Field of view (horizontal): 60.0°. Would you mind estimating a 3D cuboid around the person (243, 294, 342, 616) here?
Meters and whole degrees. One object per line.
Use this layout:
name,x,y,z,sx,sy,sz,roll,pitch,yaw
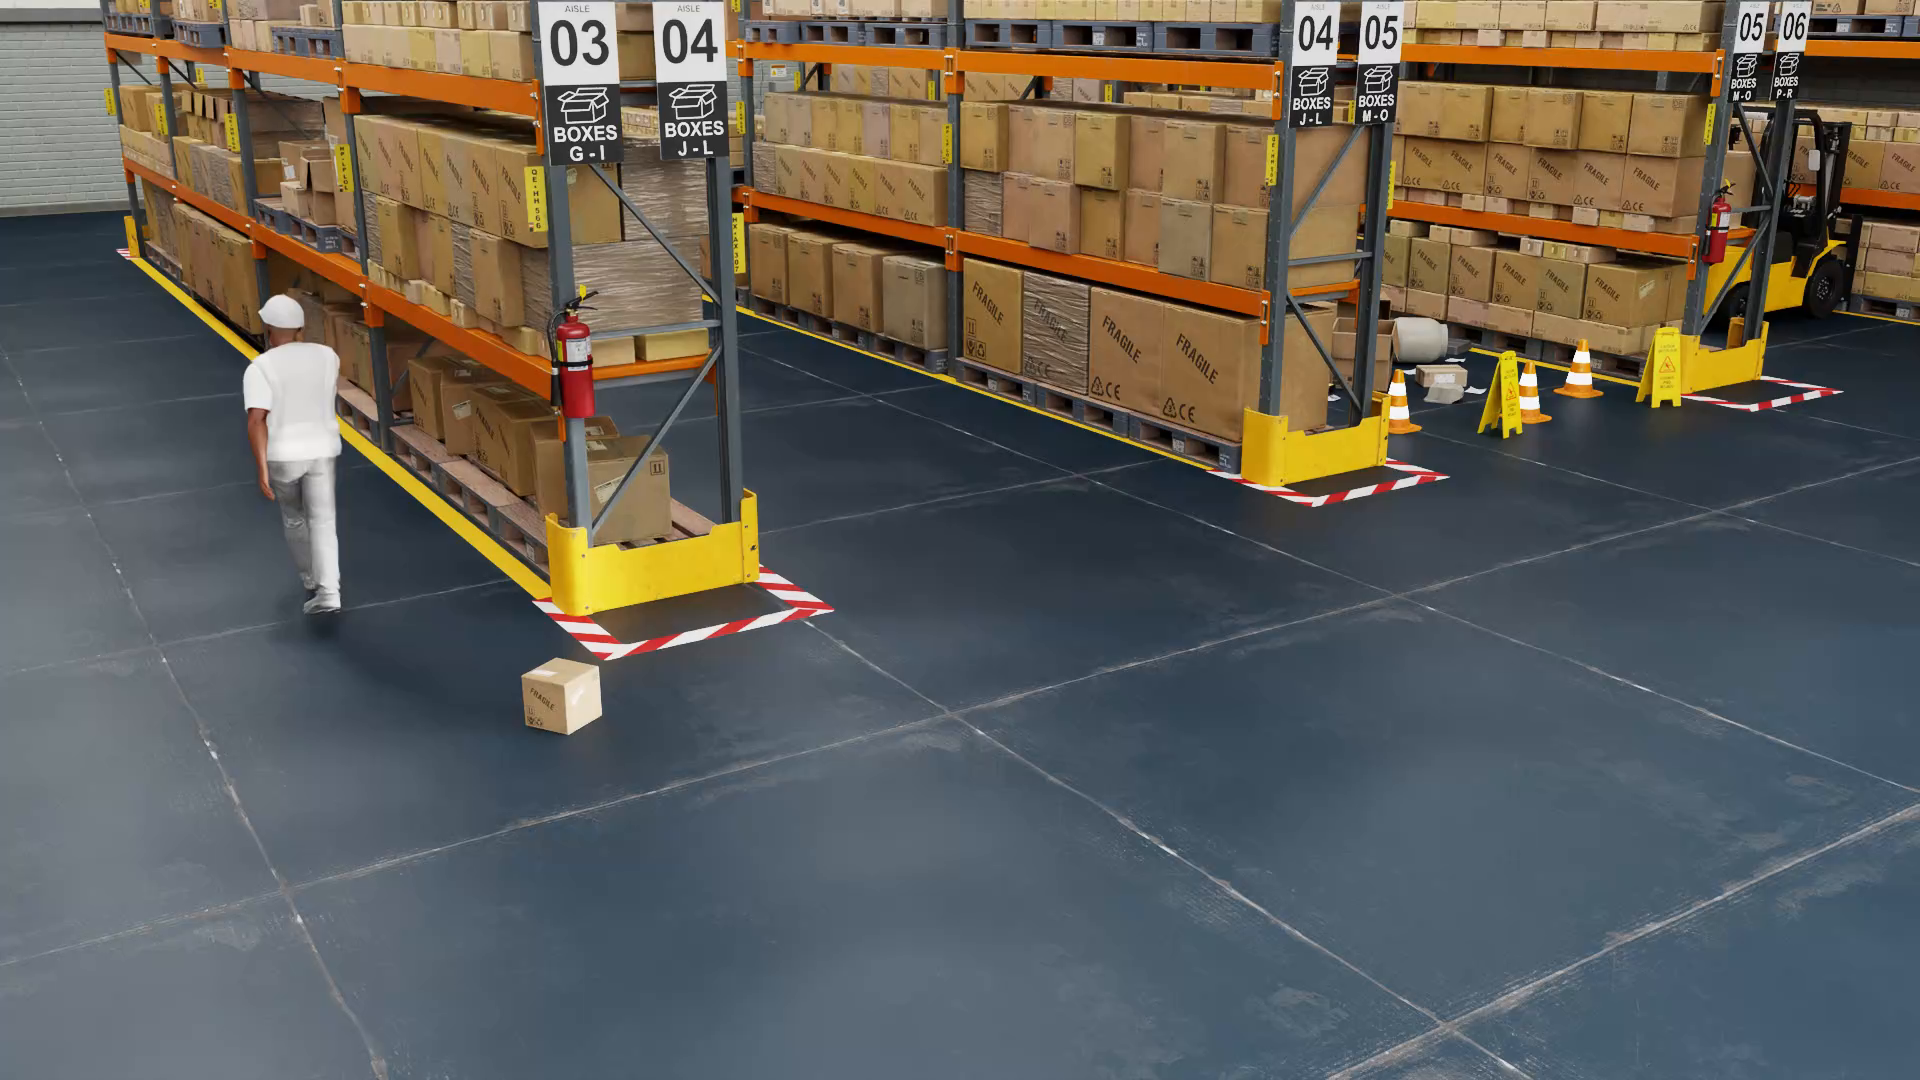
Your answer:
person,-3.570,-0.467,9.002,0.533,1.710,1.040,-10,20,-27
